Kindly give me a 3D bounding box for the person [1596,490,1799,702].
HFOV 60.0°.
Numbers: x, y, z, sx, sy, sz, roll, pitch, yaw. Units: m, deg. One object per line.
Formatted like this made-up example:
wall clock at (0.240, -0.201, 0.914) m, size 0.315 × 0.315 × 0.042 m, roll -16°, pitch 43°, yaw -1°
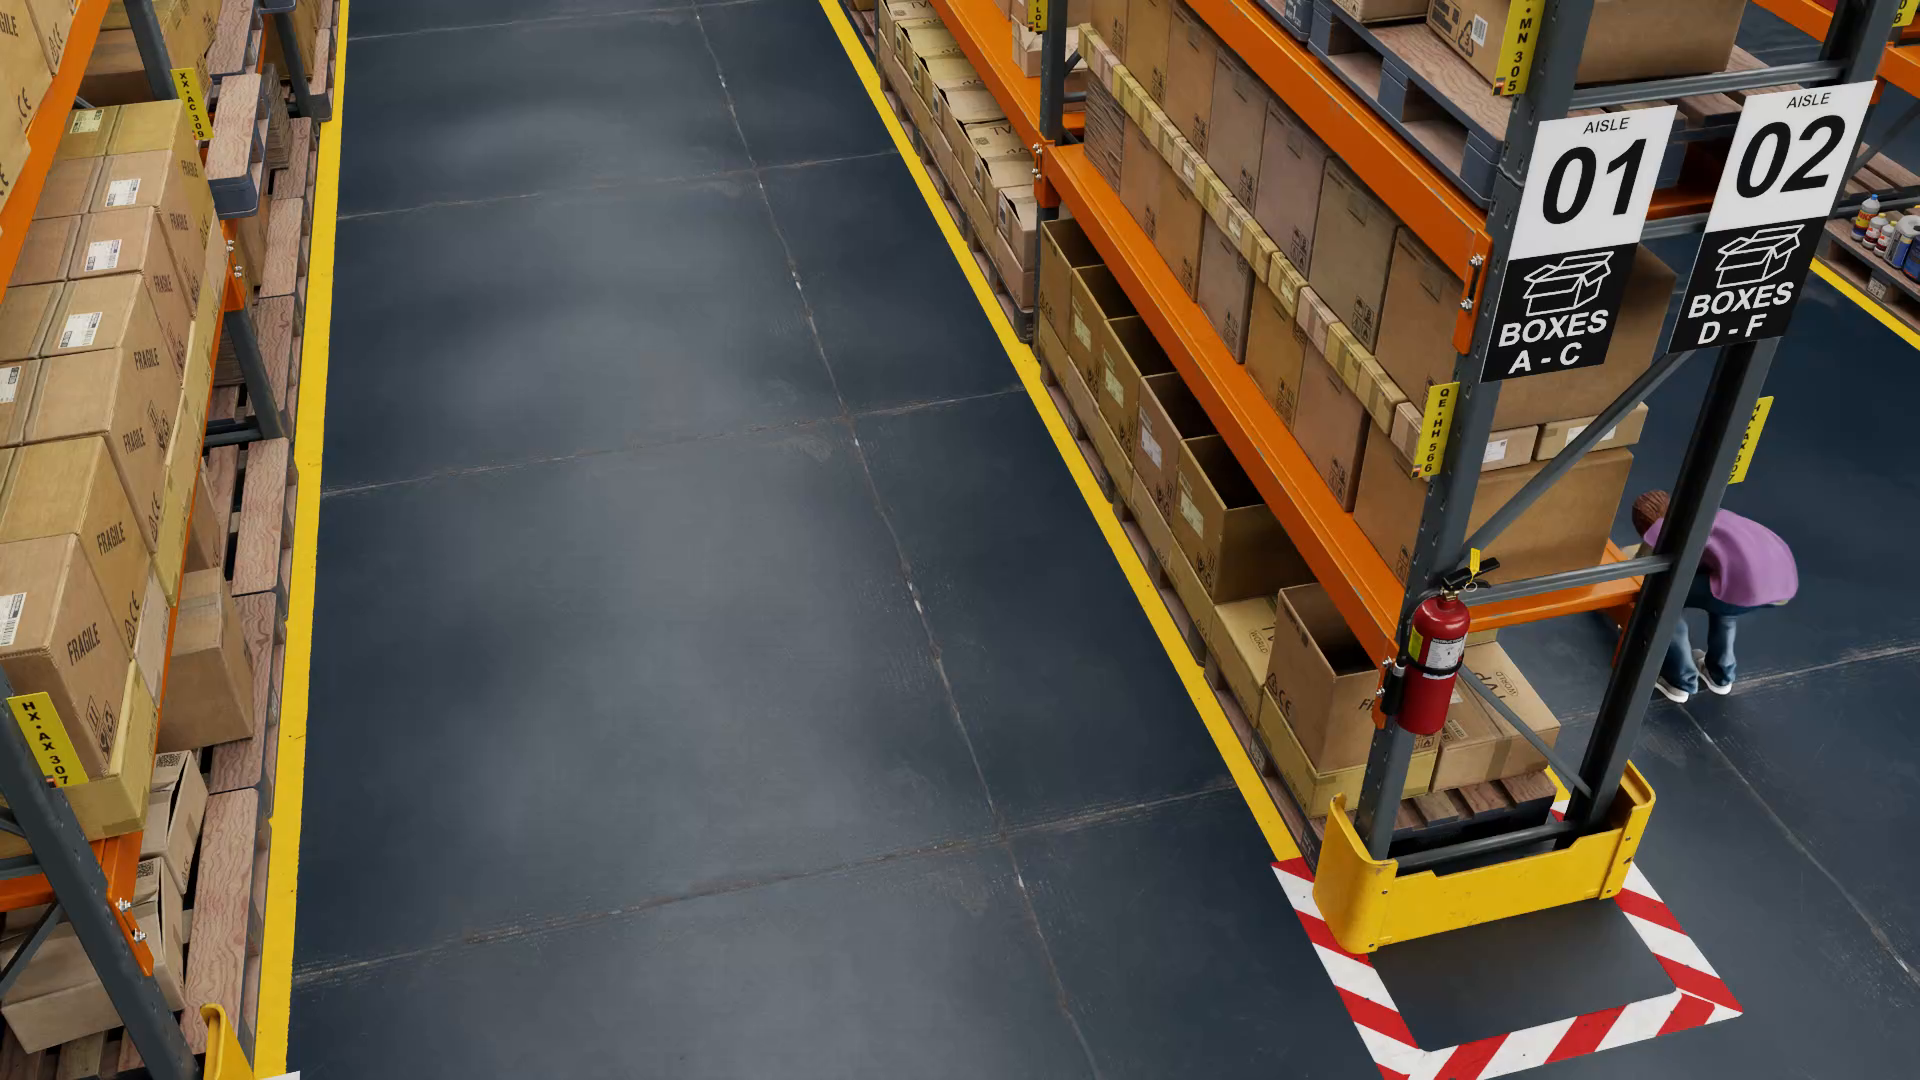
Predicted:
person at (3.103, 0.193, 7.068) m, size 0.427 × 0.860 × 0.853 m, roll -12°, pitch 40°, yaw -14°
